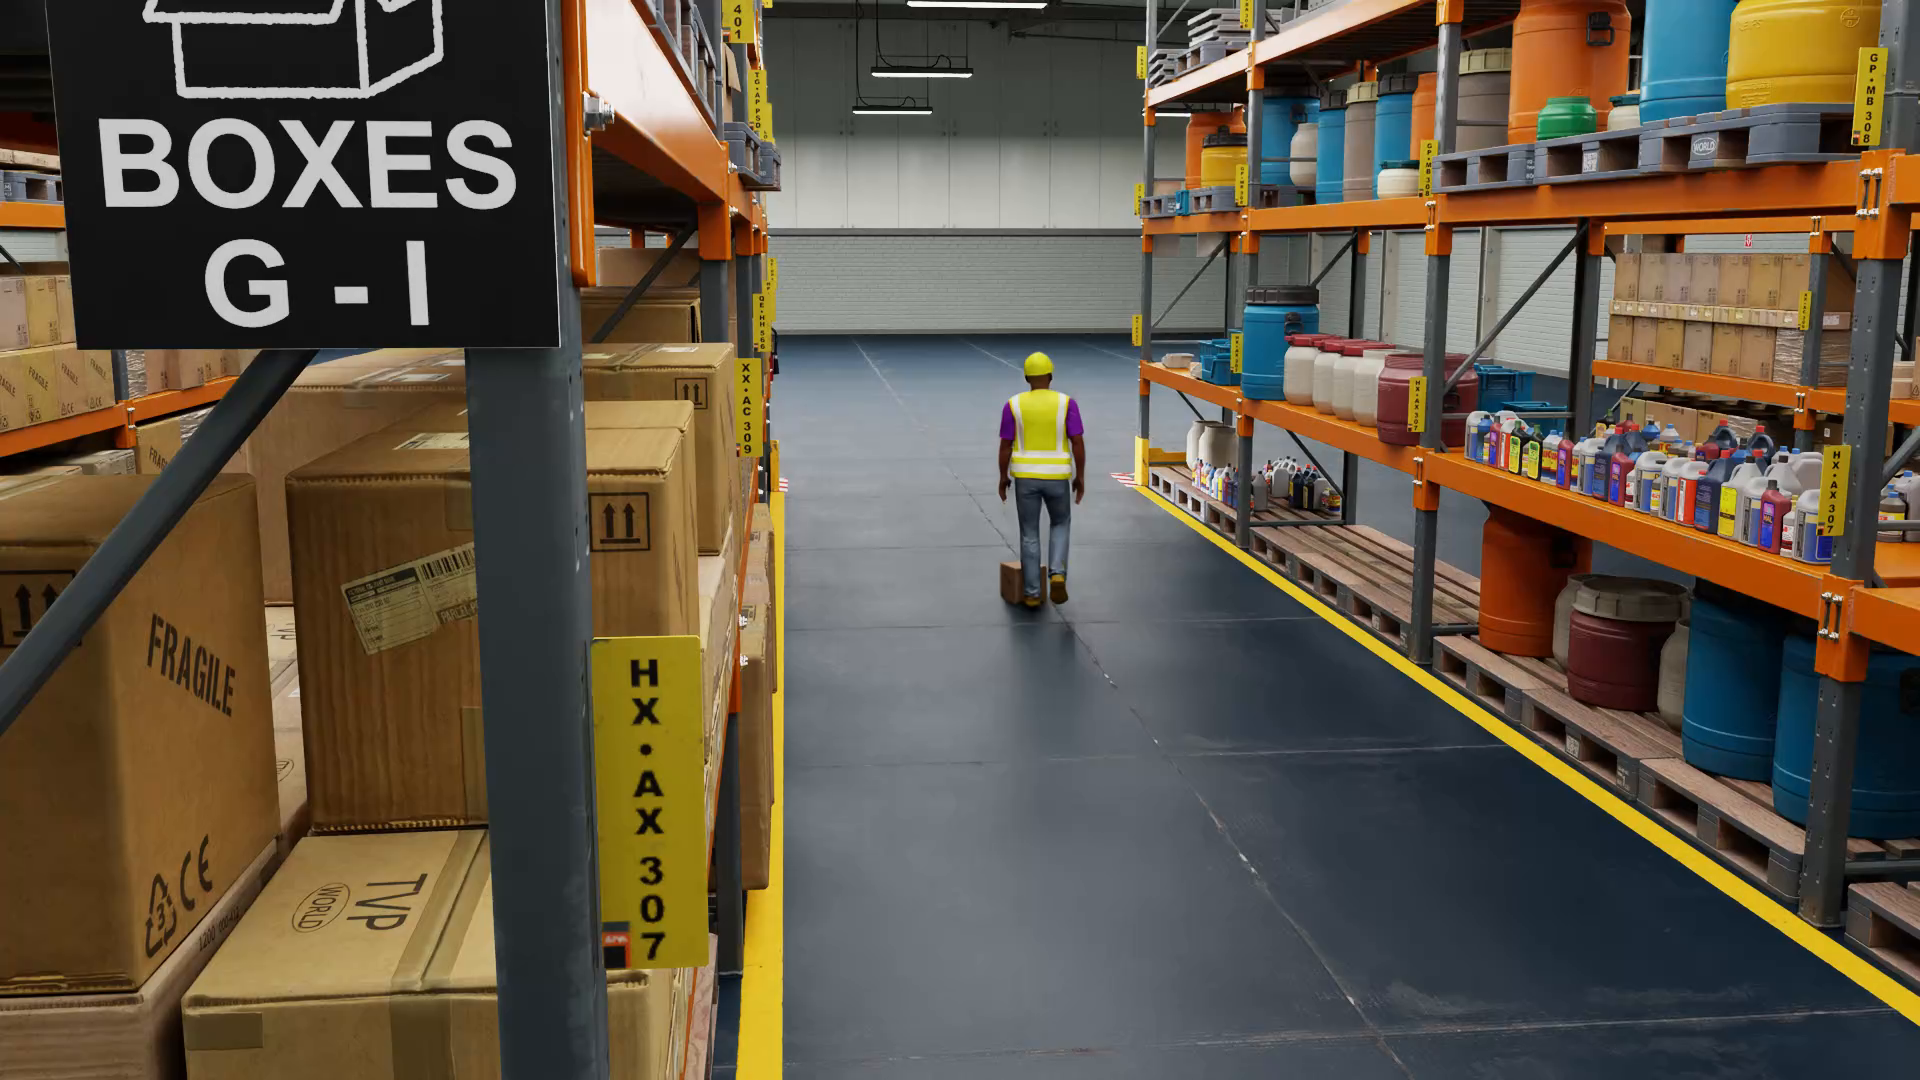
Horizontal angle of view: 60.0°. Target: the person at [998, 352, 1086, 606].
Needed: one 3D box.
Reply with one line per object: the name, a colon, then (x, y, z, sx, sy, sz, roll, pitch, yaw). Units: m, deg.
person: (0.570, -0.420, 11.649, 0.606, 1.782, 0.495, 0, 10, 2)
